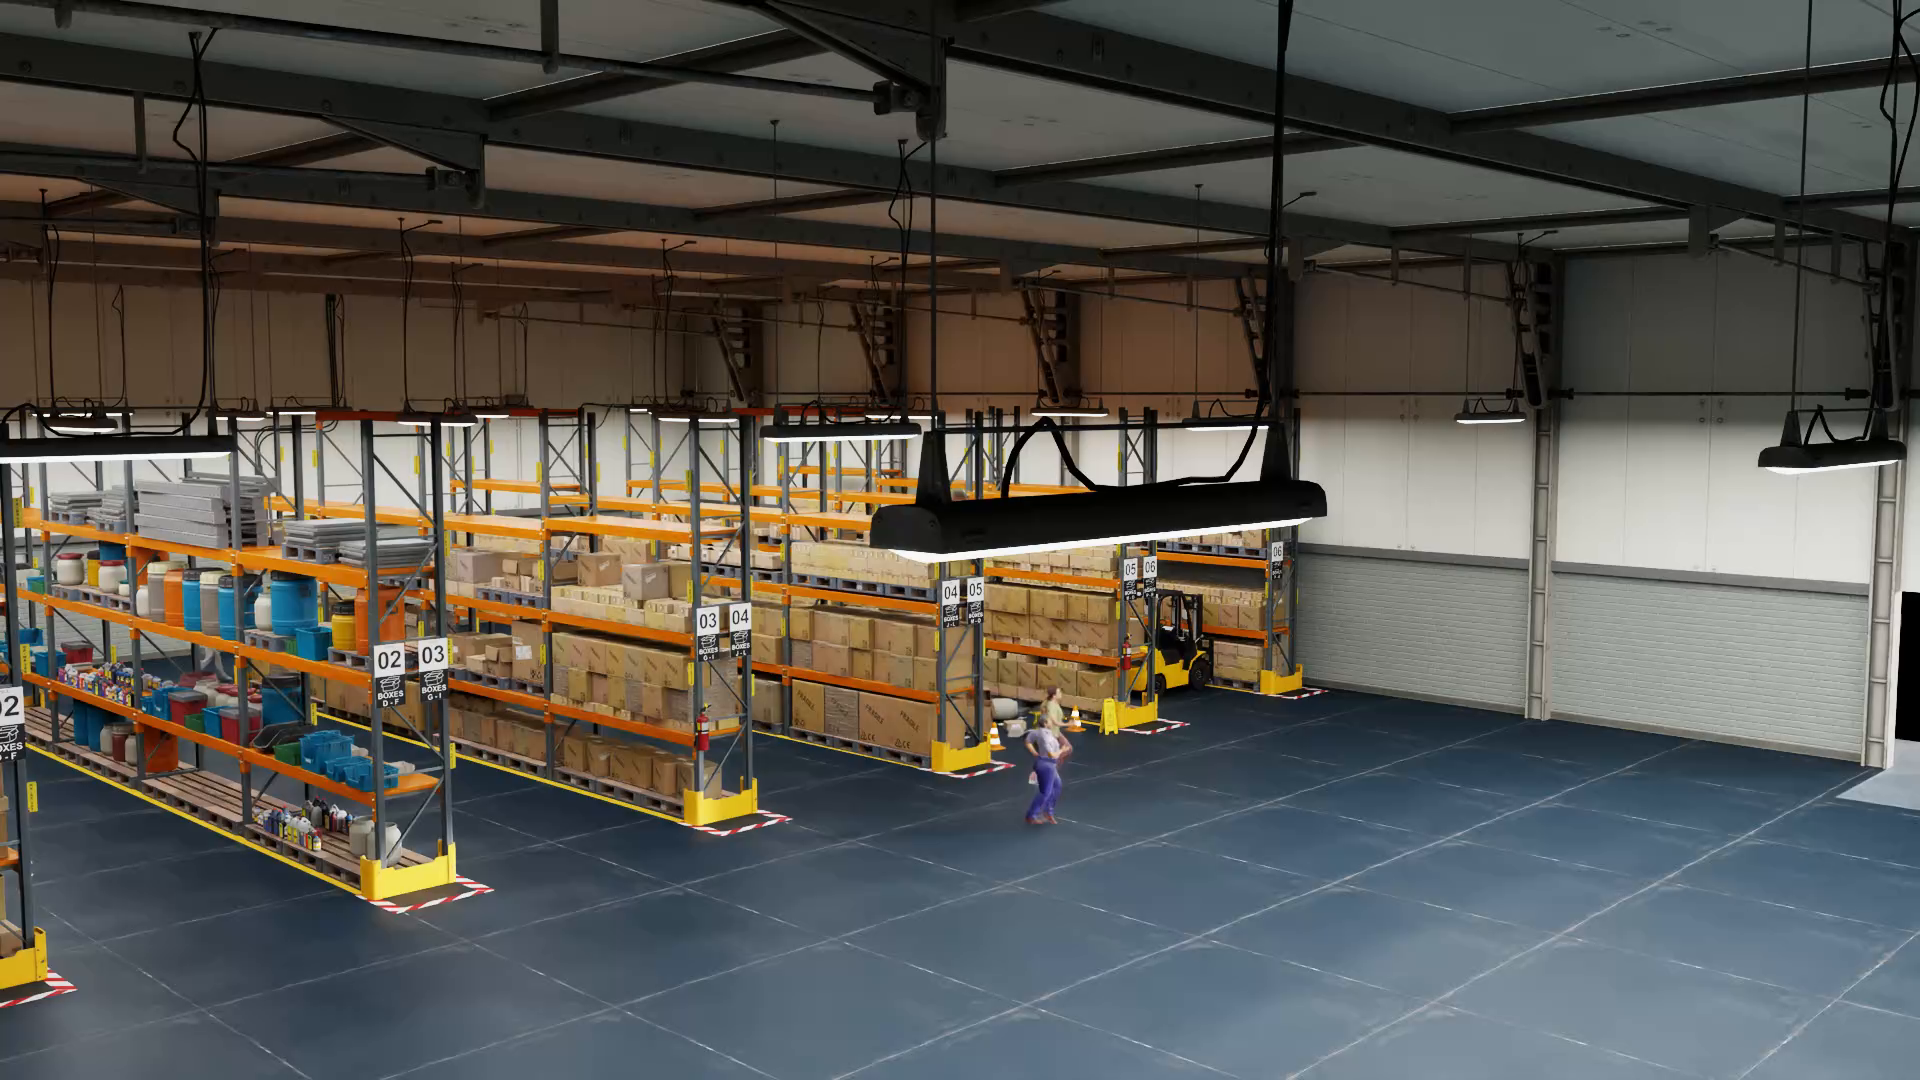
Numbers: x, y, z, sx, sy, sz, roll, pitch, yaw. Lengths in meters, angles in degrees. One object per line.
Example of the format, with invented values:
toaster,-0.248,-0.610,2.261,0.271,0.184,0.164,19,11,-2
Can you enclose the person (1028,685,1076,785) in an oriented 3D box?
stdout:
person,1.488,3.133,26.756,0.769,1.620,0.595,1,5,7

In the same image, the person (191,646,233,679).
person,-16.365,2.253,36.267,0.924,1.696,0.604,-4,6,-38

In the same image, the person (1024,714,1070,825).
person,1.260,3.379,24.286,0.680,1.683,0.582,-1,5,-11
